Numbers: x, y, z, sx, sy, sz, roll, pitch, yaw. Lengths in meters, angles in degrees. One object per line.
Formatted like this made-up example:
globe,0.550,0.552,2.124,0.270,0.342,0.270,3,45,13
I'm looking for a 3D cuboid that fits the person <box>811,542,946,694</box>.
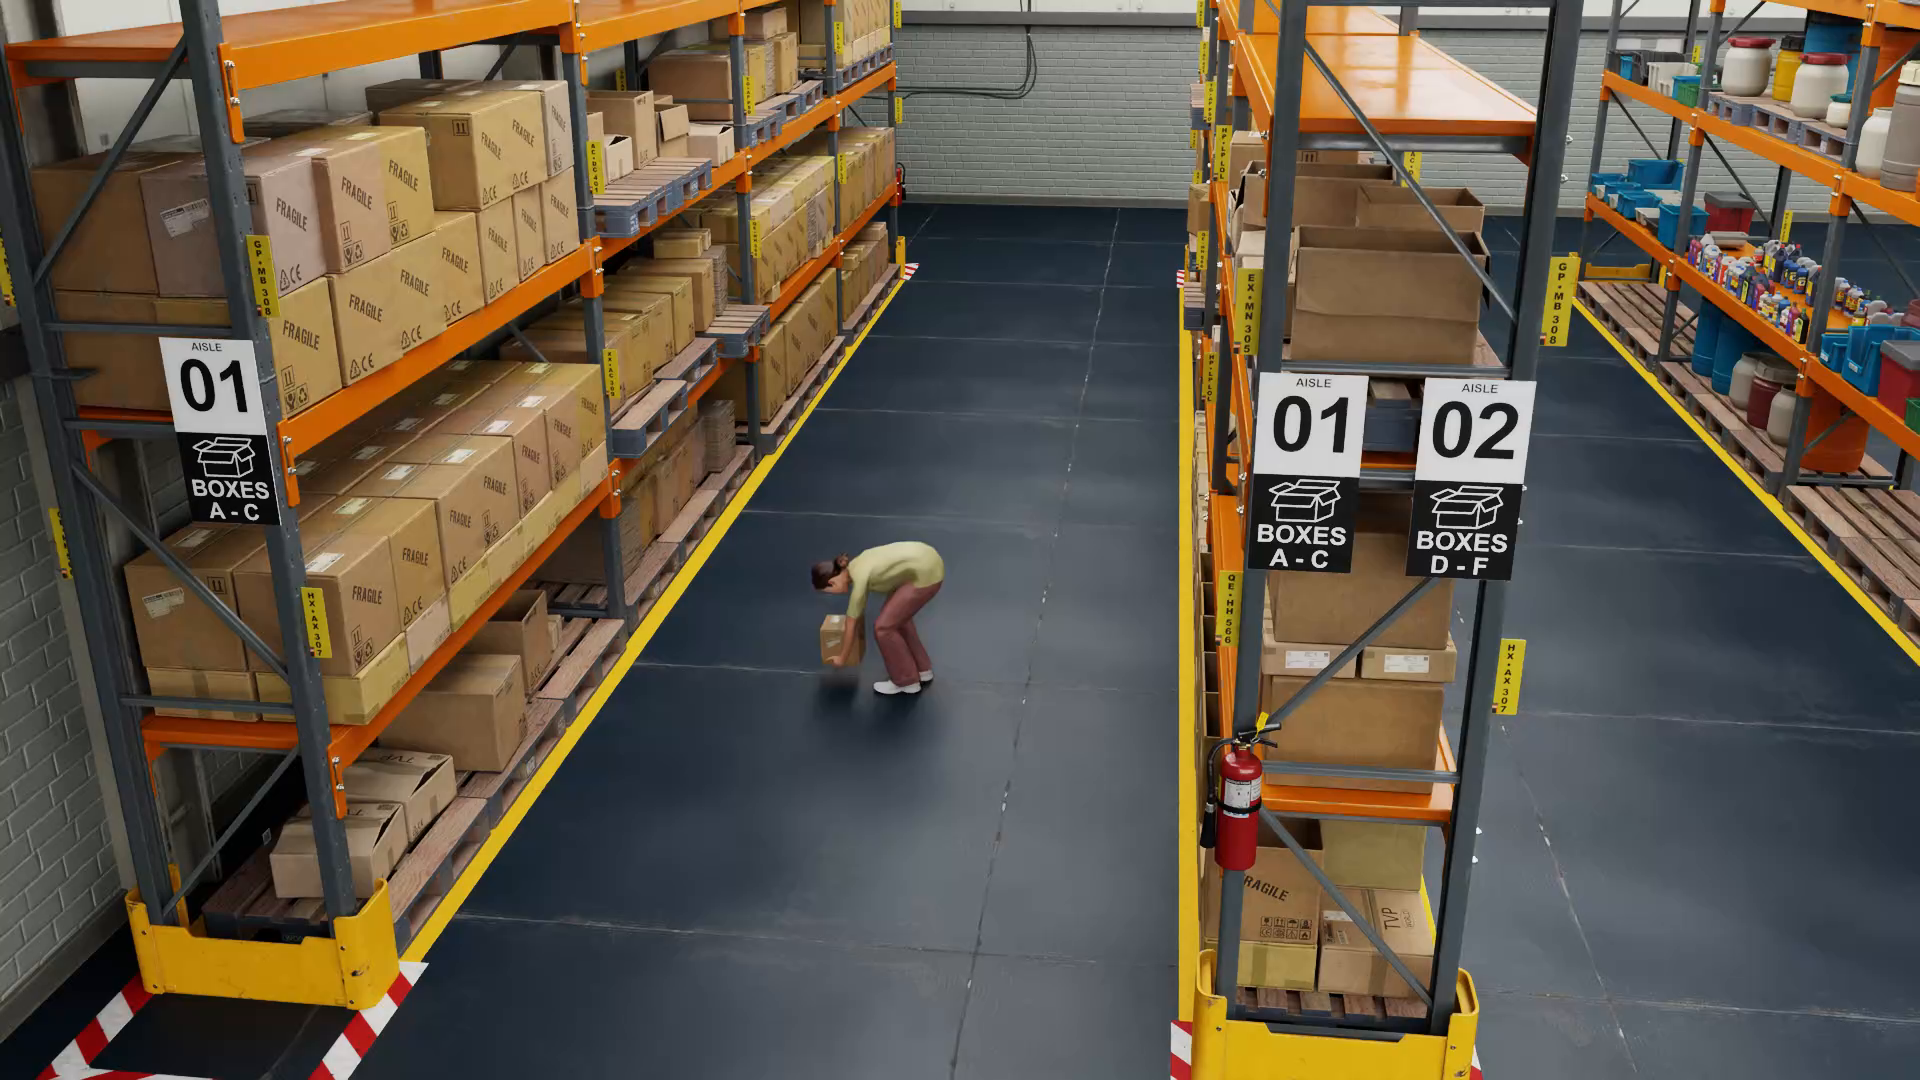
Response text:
person,-0.526,0.491,10.775,0.863,0.985,0.439,2,21,4
